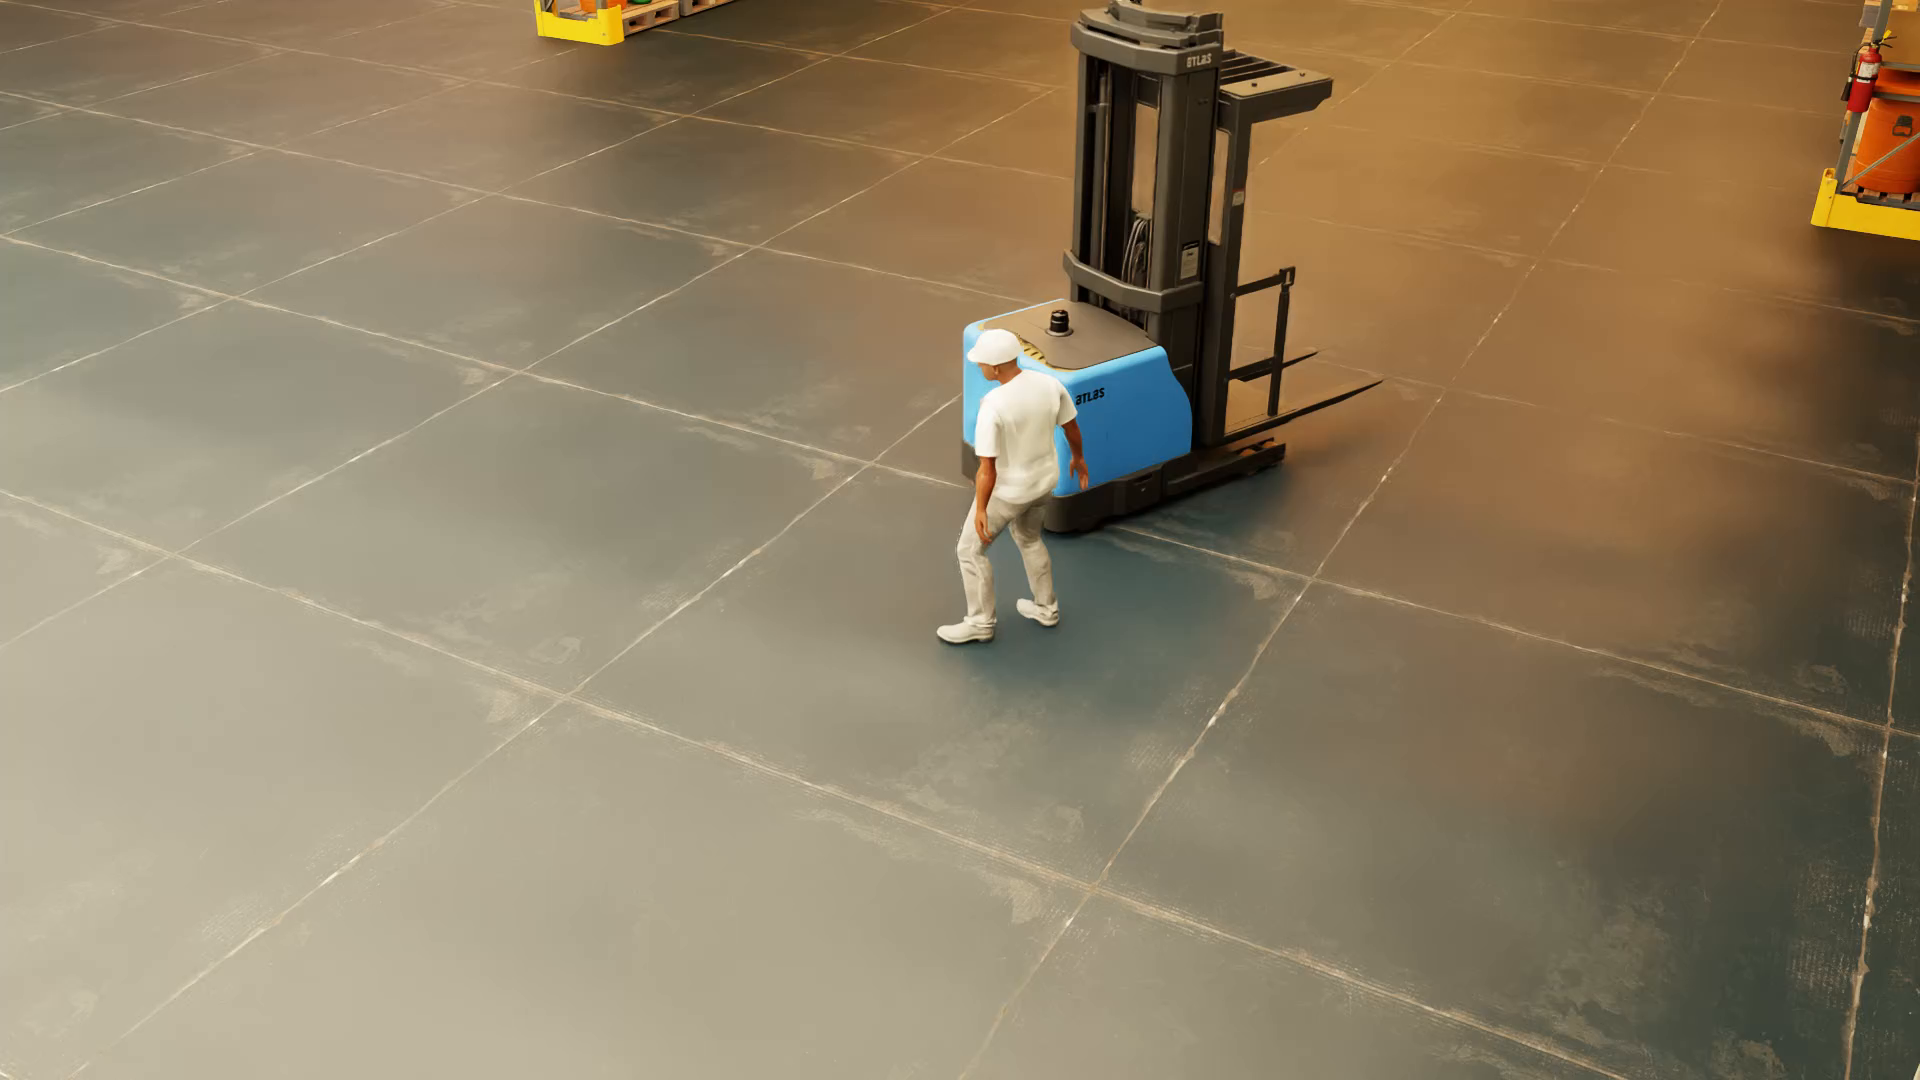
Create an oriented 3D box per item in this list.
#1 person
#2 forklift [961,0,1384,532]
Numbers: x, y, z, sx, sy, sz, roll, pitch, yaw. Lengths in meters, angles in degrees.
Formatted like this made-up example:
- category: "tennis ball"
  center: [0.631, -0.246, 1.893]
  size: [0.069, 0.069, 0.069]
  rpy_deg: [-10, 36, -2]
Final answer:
- category: "person"
  center: [0.282, -0.305, 8.820]
  size: [0.893, 1.733, 0.472]
  rpy_deg: [-25, 38, -36]
- category: "forklift"
  center: [1.502, -1.884, 10.335]
  size: [3.031, 2.935, 1.130]
  rpy_deg: [-20, 35, -30]
